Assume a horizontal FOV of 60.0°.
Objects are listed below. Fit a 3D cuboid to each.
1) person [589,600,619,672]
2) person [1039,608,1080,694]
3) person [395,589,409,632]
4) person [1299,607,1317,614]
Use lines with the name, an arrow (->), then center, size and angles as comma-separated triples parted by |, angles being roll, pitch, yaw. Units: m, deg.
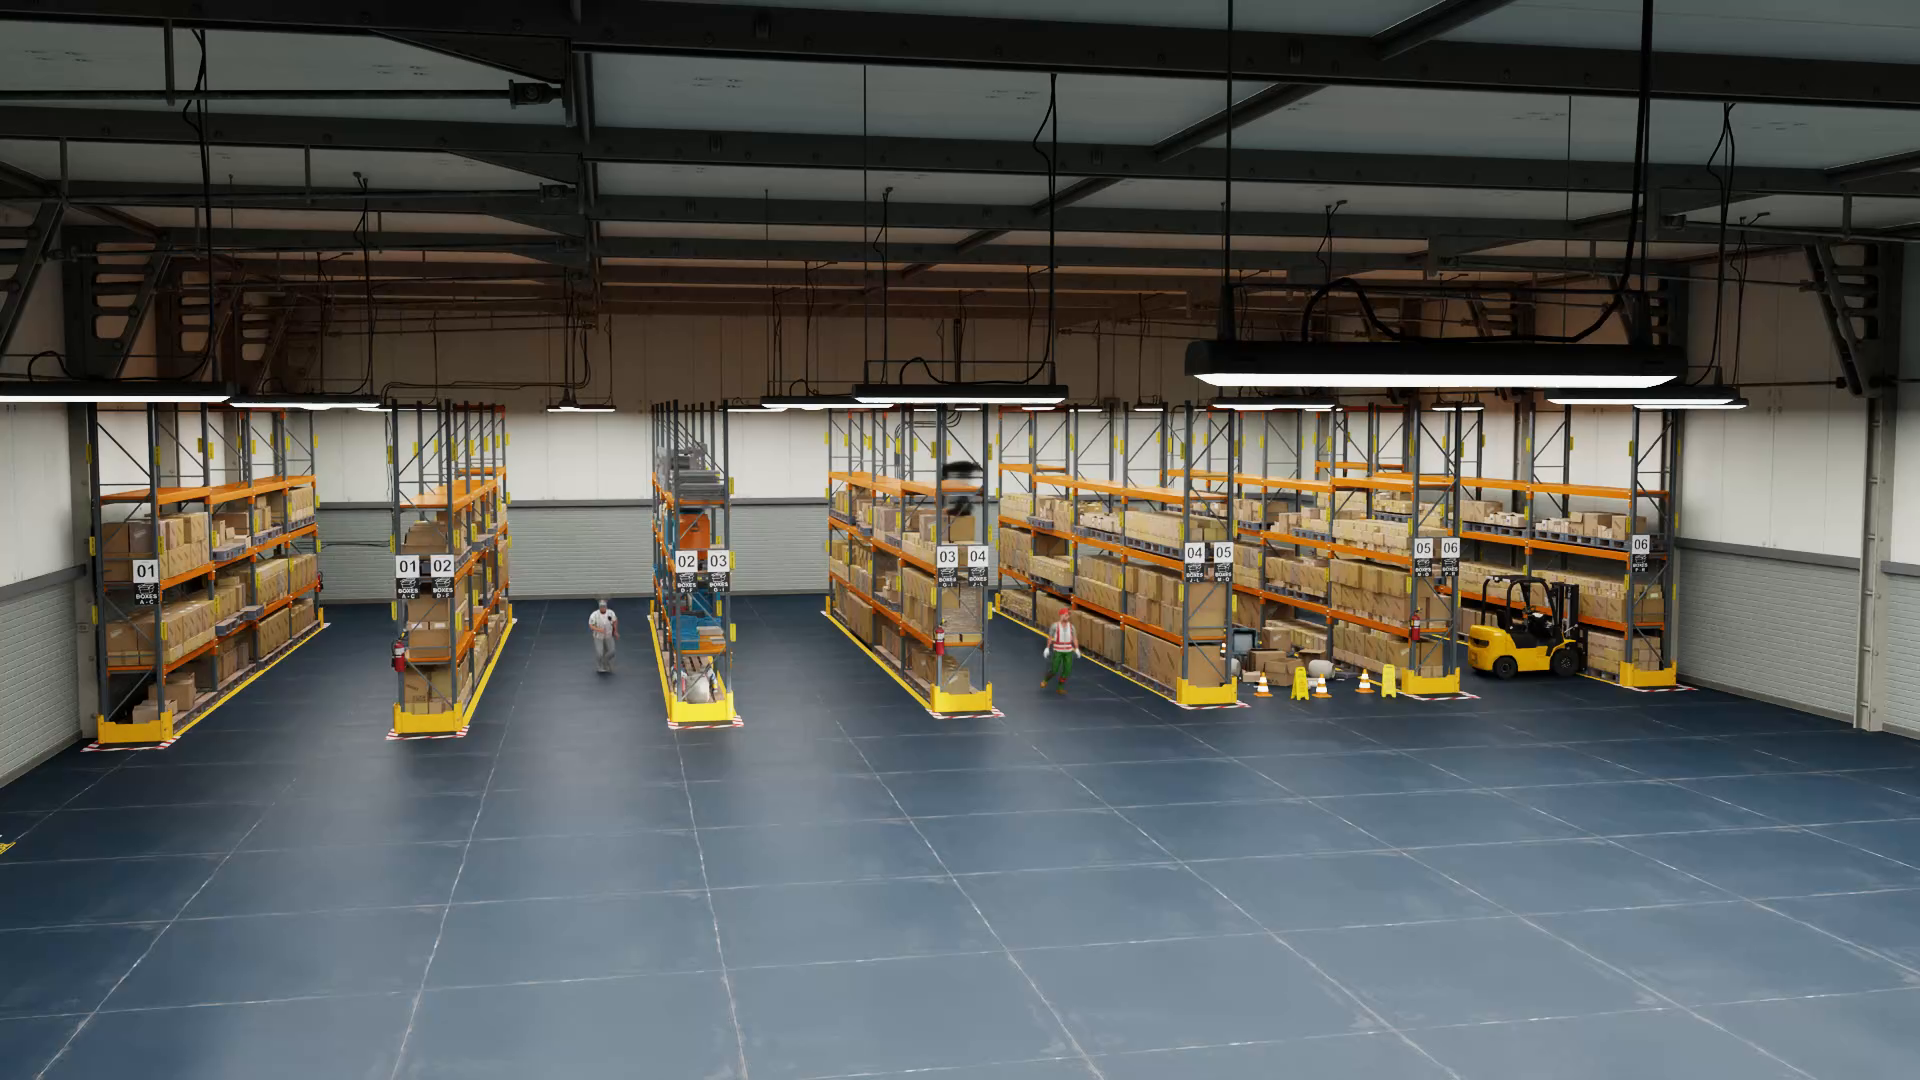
person -> -7.879, 2.125, 36.808 | 0.666, 1.656, 0.794 | -2, 5, -23
person -> 2.039, 2.269, 34.137 | 0.772, 1.746, 0.582 | -1, 4, -15
person -> -14.451, 1.649, 43.352 | 0.575, 1.640, 0.950 | -2, 5, -27
person -> 9.782, 1.278, 47.543 | 0.625, 1.725, 1.011 | -4, 6, -39
